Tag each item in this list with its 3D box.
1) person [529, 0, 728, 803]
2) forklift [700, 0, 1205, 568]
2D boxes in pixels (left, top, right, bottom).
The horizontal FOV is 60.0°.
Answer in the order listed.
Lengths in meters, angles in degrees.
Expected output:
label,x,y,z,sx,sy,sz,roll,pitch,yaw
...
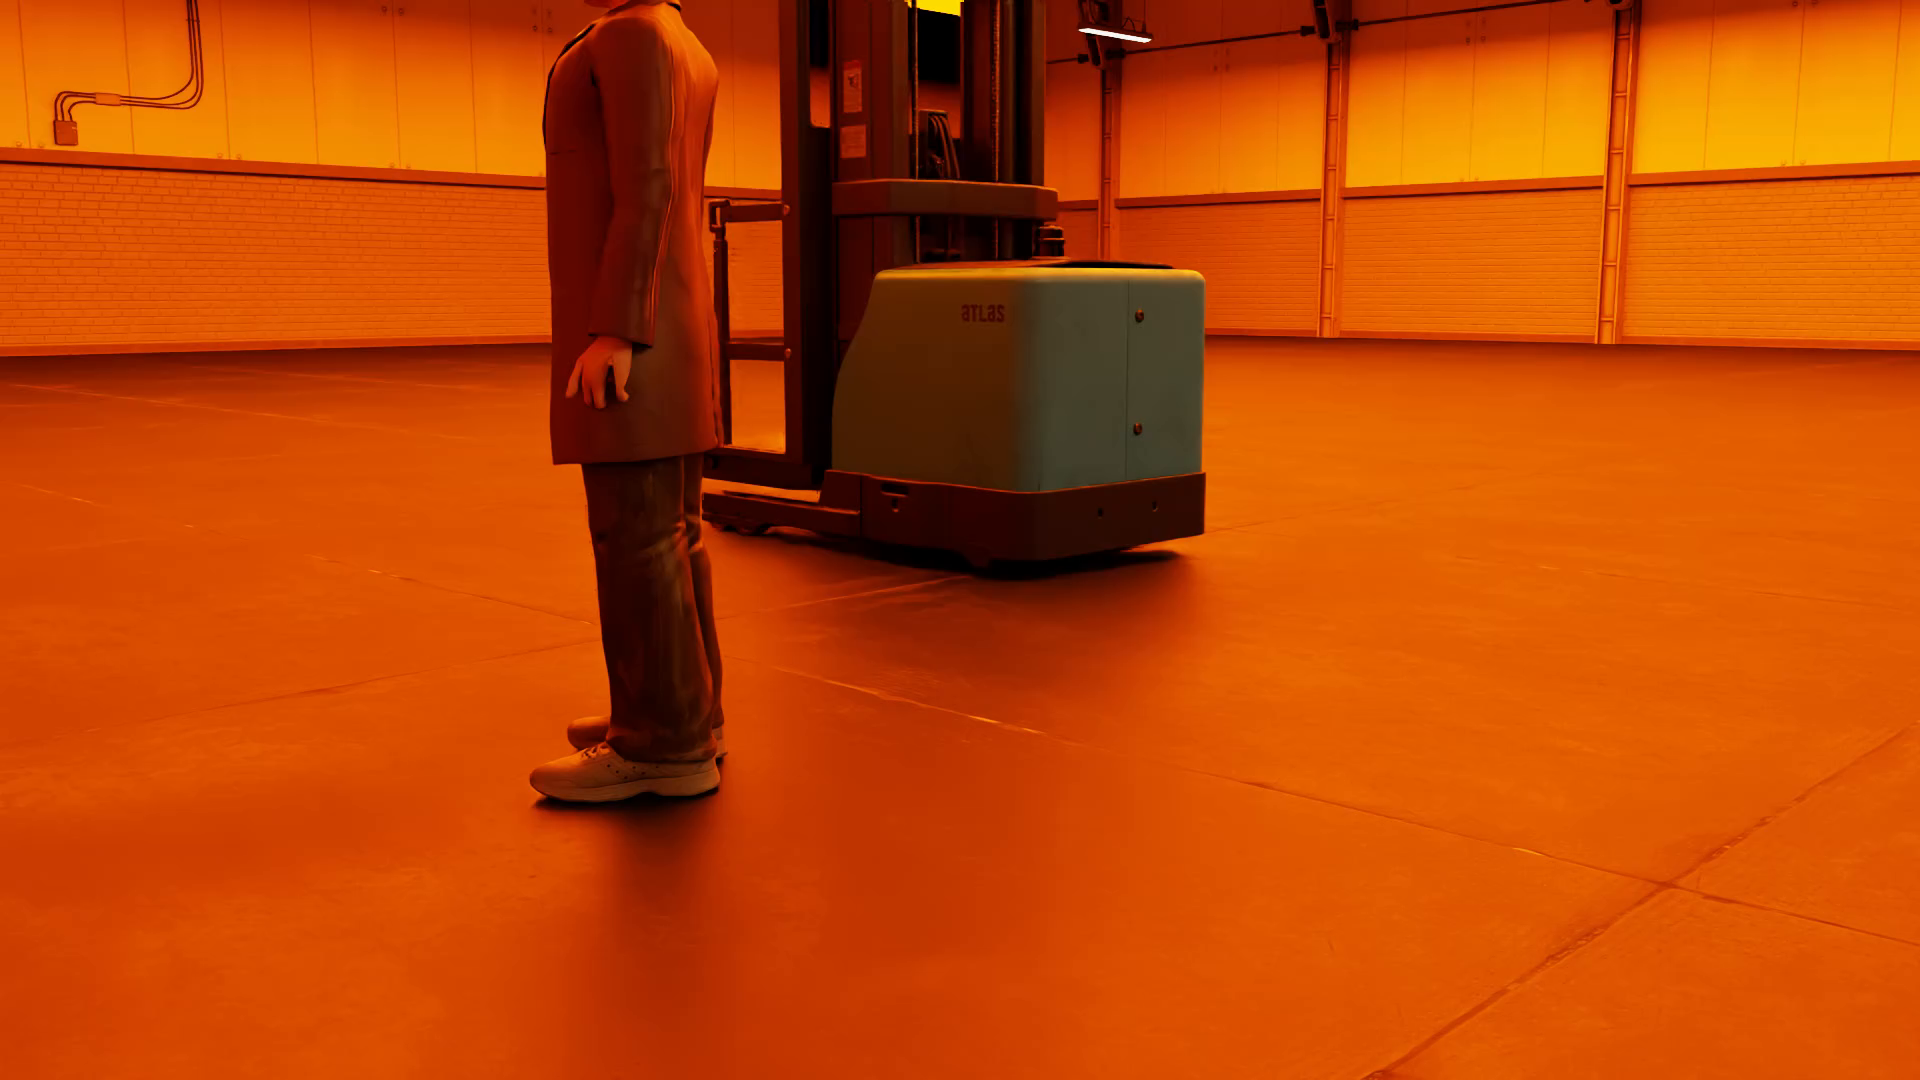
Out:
label,x,y,z,sx,sy,sz,roll,pitch,yaw
person,-0.674,-0.390,3.316,0.385,1.783,0.572,0,9,1
forklift,-0.443,-1.514,6.929,1.130,2.935,3.031,-8,12,-43
